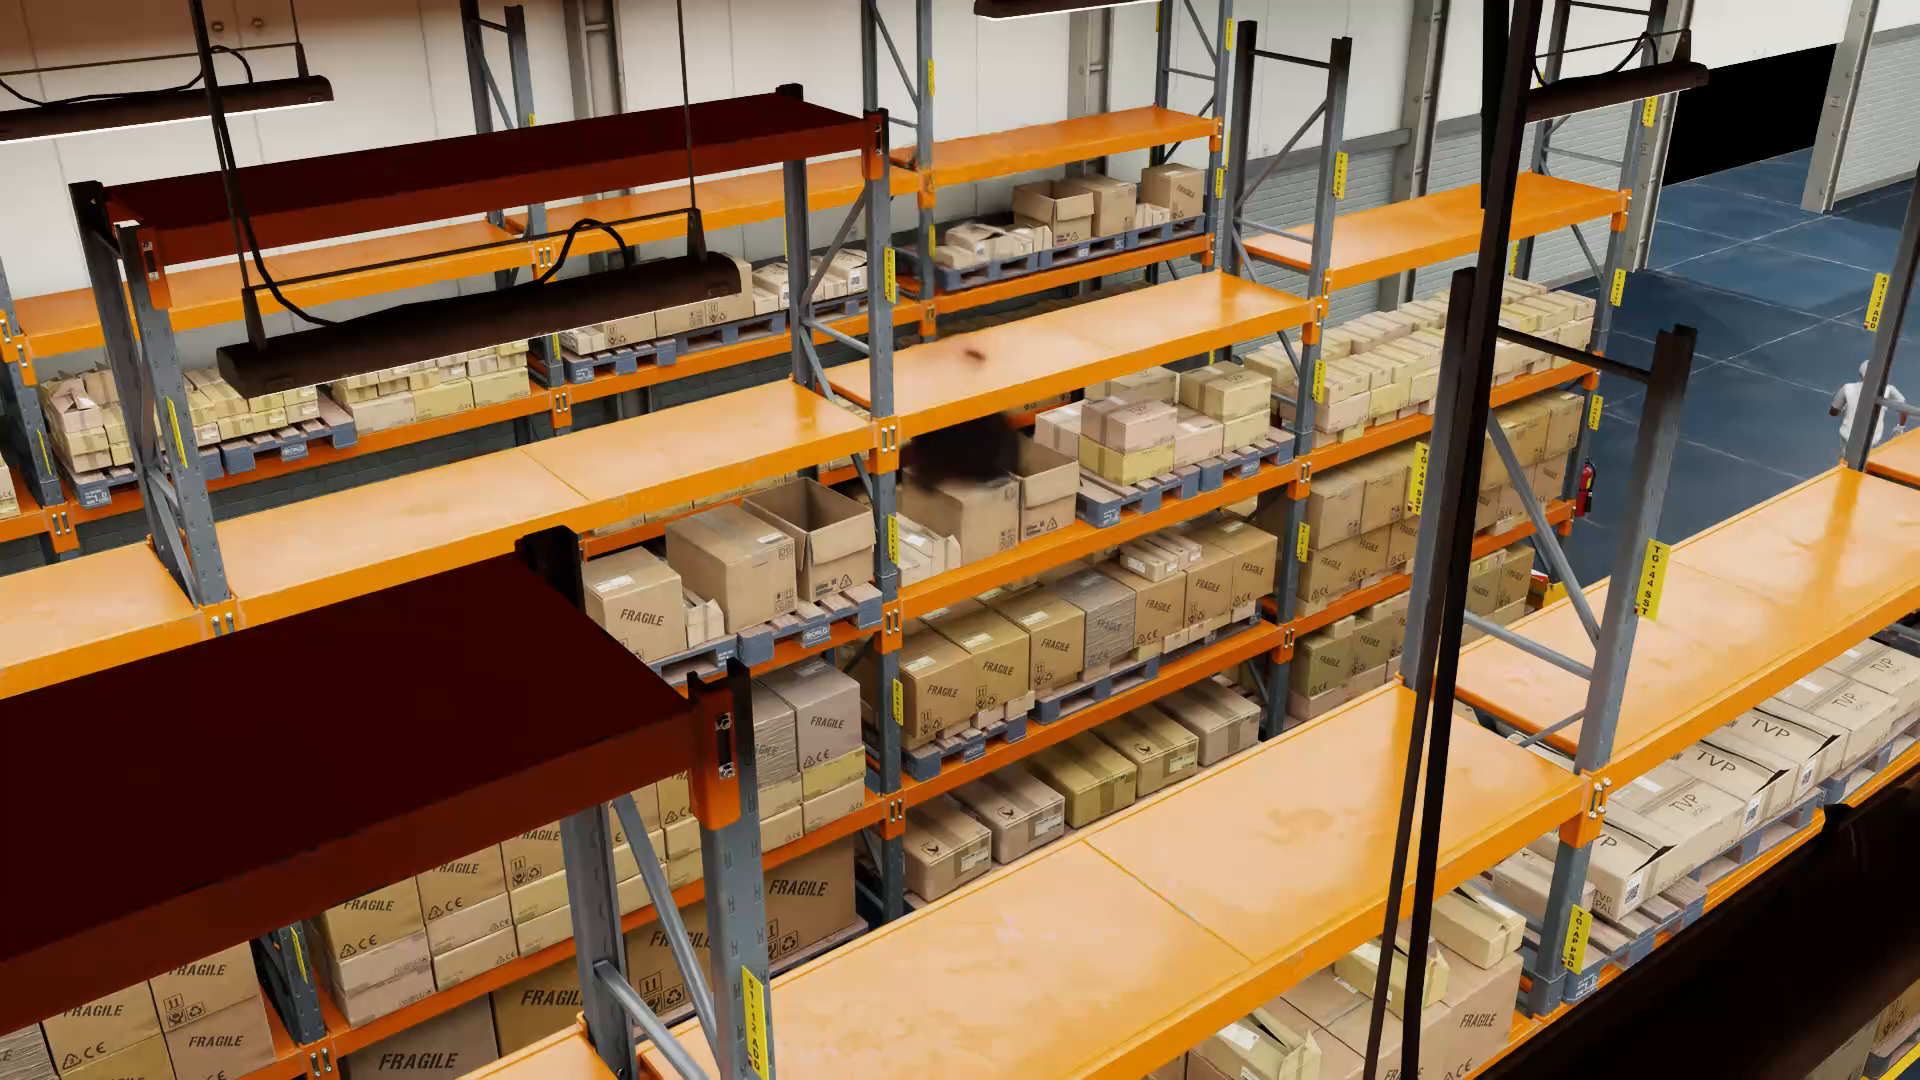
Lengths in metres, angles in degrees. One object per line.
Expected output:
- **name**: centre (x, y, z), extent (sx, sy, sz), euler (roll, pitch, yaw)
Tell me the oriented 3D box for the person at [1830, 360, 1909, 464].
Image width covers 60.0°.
- **person**: centre (10.069, -1.202, 18.603), extent (0.732, 1.724, 0.651), euler (7, 27, 14)
